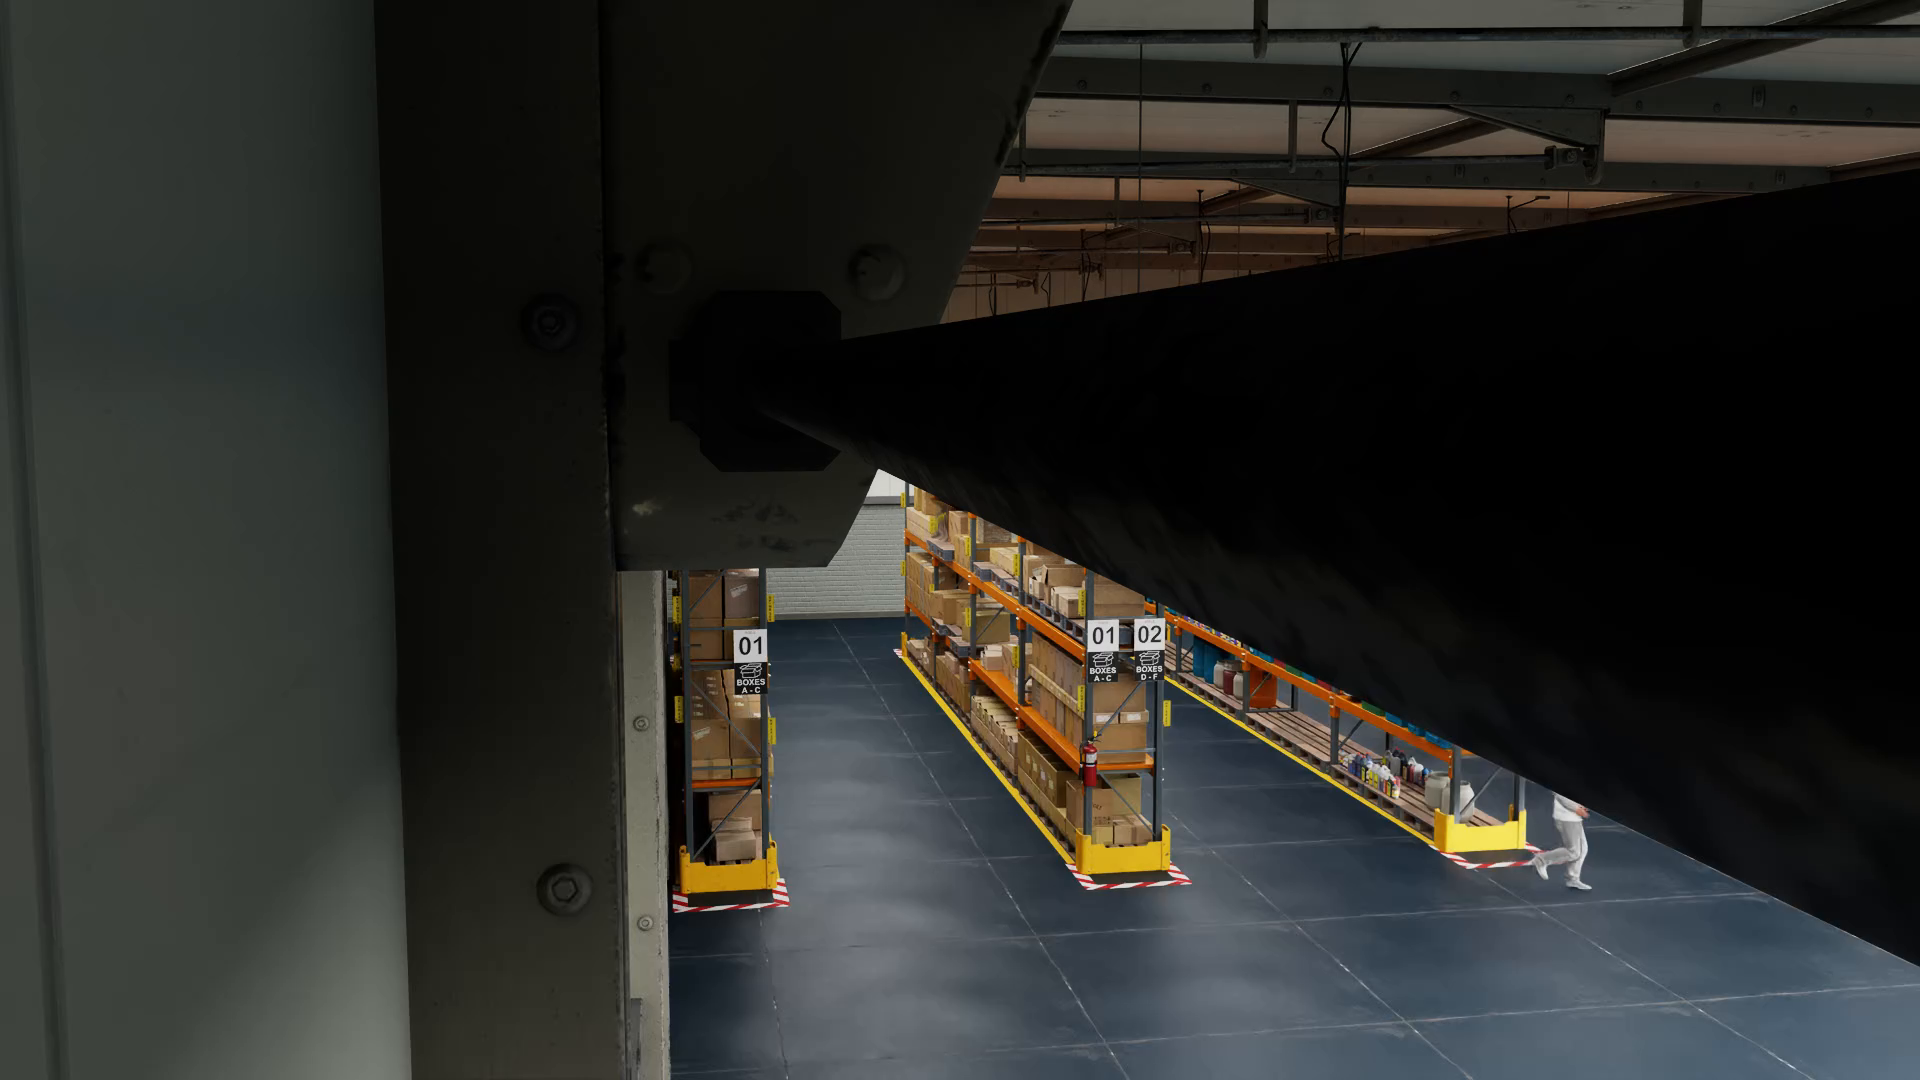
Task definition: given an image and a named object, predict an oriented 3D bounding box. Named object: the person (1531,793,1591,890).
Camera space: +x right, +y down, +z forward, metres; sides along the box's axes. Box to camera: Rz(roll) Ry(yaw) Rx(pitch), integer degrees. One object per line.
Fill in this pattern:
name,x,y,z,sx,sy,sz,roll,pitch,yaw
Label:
person,7.345,3.376,20.240,0.697,1.768,0.678,2,6,23
